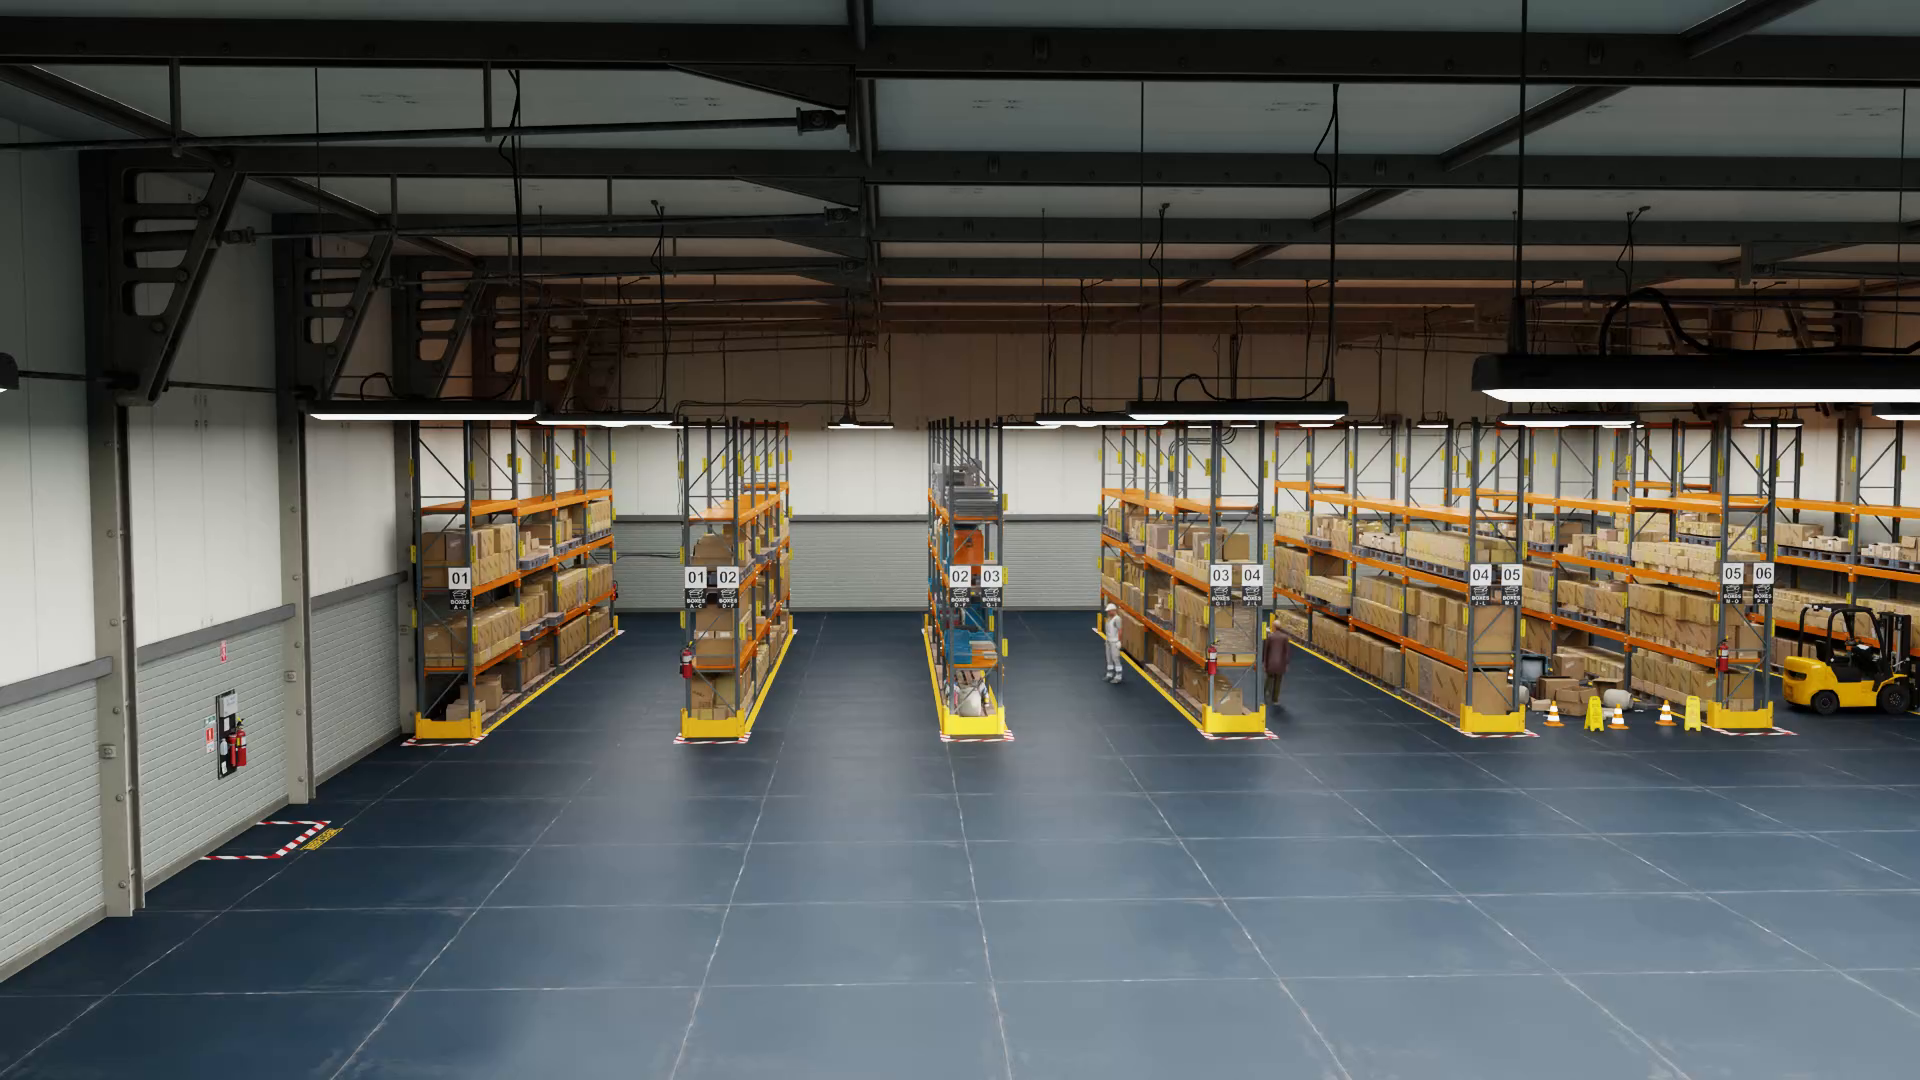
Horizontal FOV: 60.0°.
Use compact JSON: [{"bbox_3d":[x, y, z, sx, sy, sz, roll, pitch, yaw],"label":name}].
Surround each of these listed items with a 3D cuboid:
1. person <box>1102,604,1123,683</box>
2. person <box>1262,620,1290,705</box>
[{"bbox_3d":[3.484,2.346,38.027,0.398,1.783,0.617,-1,4,-19],"label":"person"},{"bbox_3d":[6.589,2.563,34.648,0.569,1.788,0.507,2,4,31],"label":"person"}]
